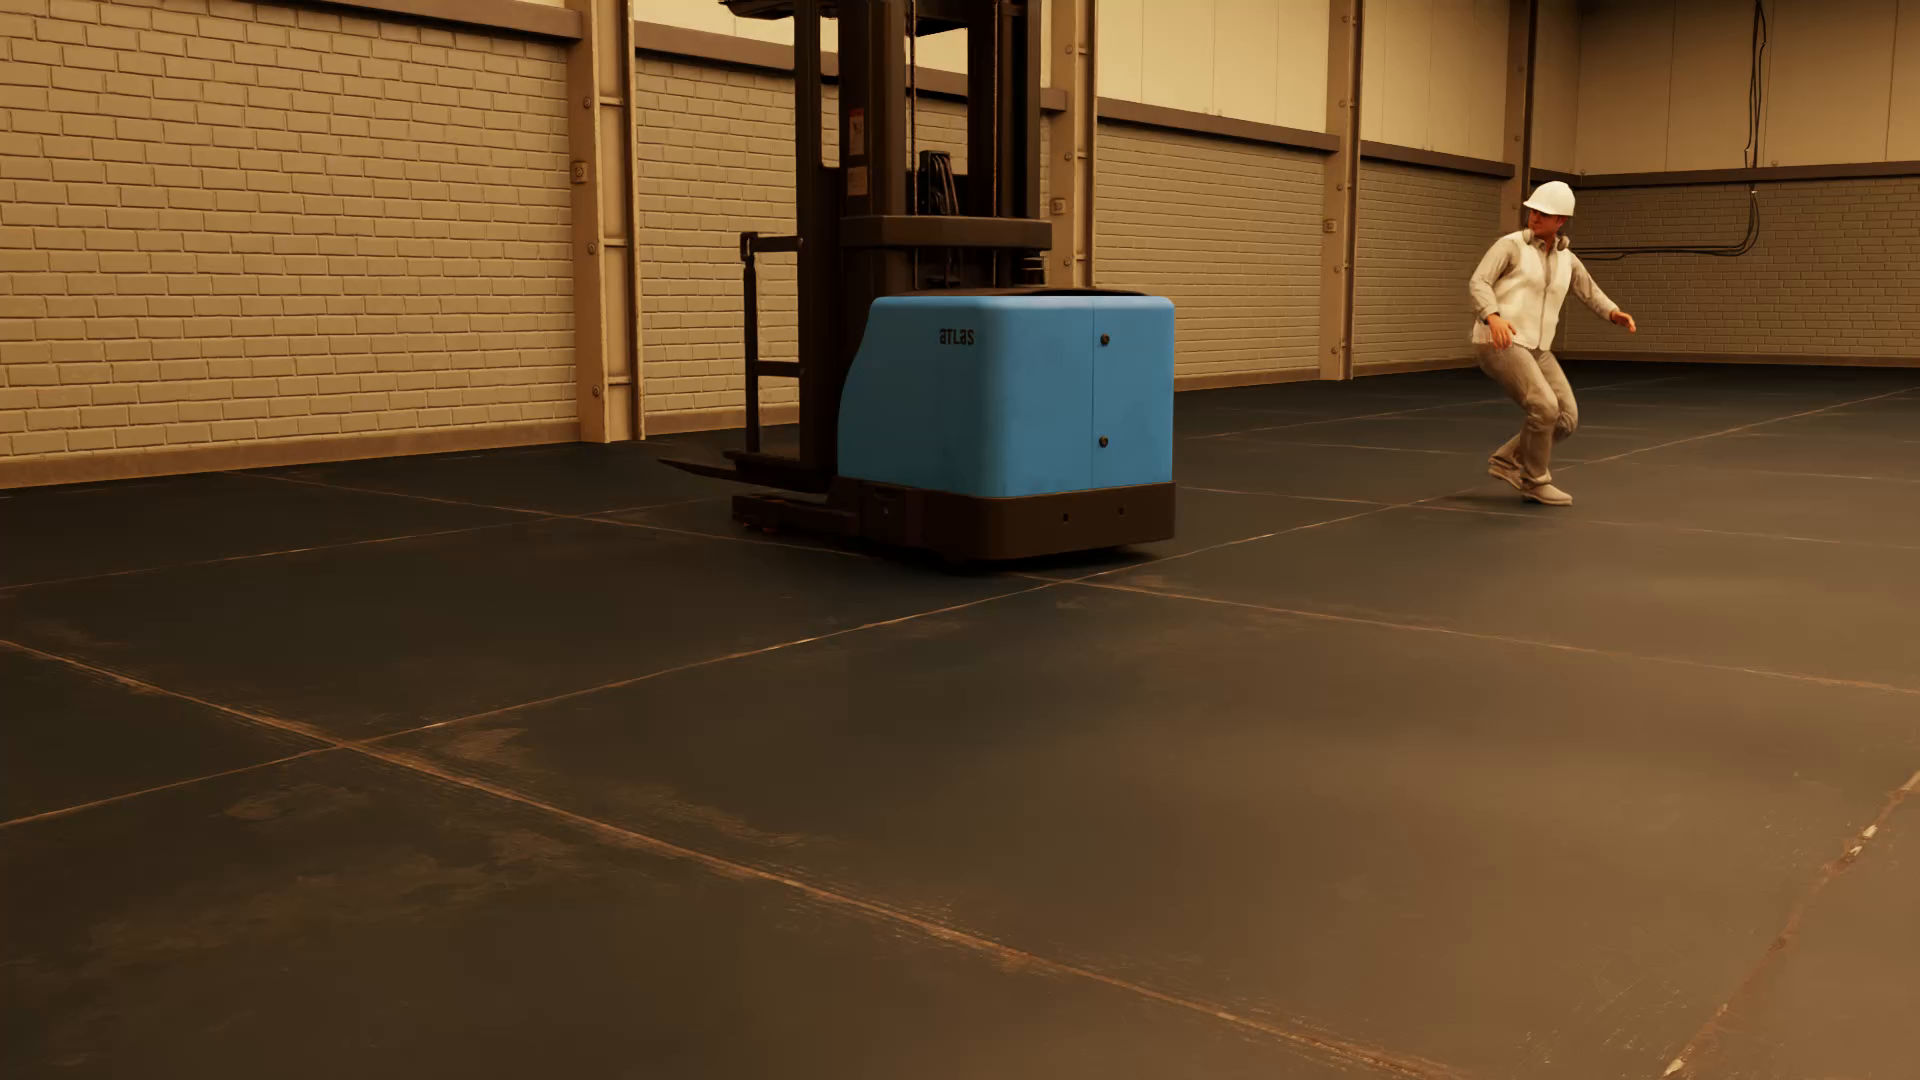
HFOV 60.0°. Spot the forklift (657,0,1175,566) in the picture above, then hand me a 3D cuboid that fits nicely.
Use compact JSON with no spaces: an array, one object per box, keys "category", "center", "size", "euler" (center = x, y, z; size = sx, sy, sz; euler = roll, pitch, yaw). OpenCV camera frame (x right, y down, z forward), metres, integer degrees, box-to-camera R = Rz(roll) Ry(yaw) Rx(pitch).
[{"category":"forklift","center":[-0.406,-1.515,7.633],"size":[1.130,2.935,3.031],"euler":[-7,11,-38]}]

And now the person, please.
[{"category":"person","center":[3.048,-1.022,8.649],"size":[0.817,1.660,0.752],"euler":[-6,10,-33]}]
